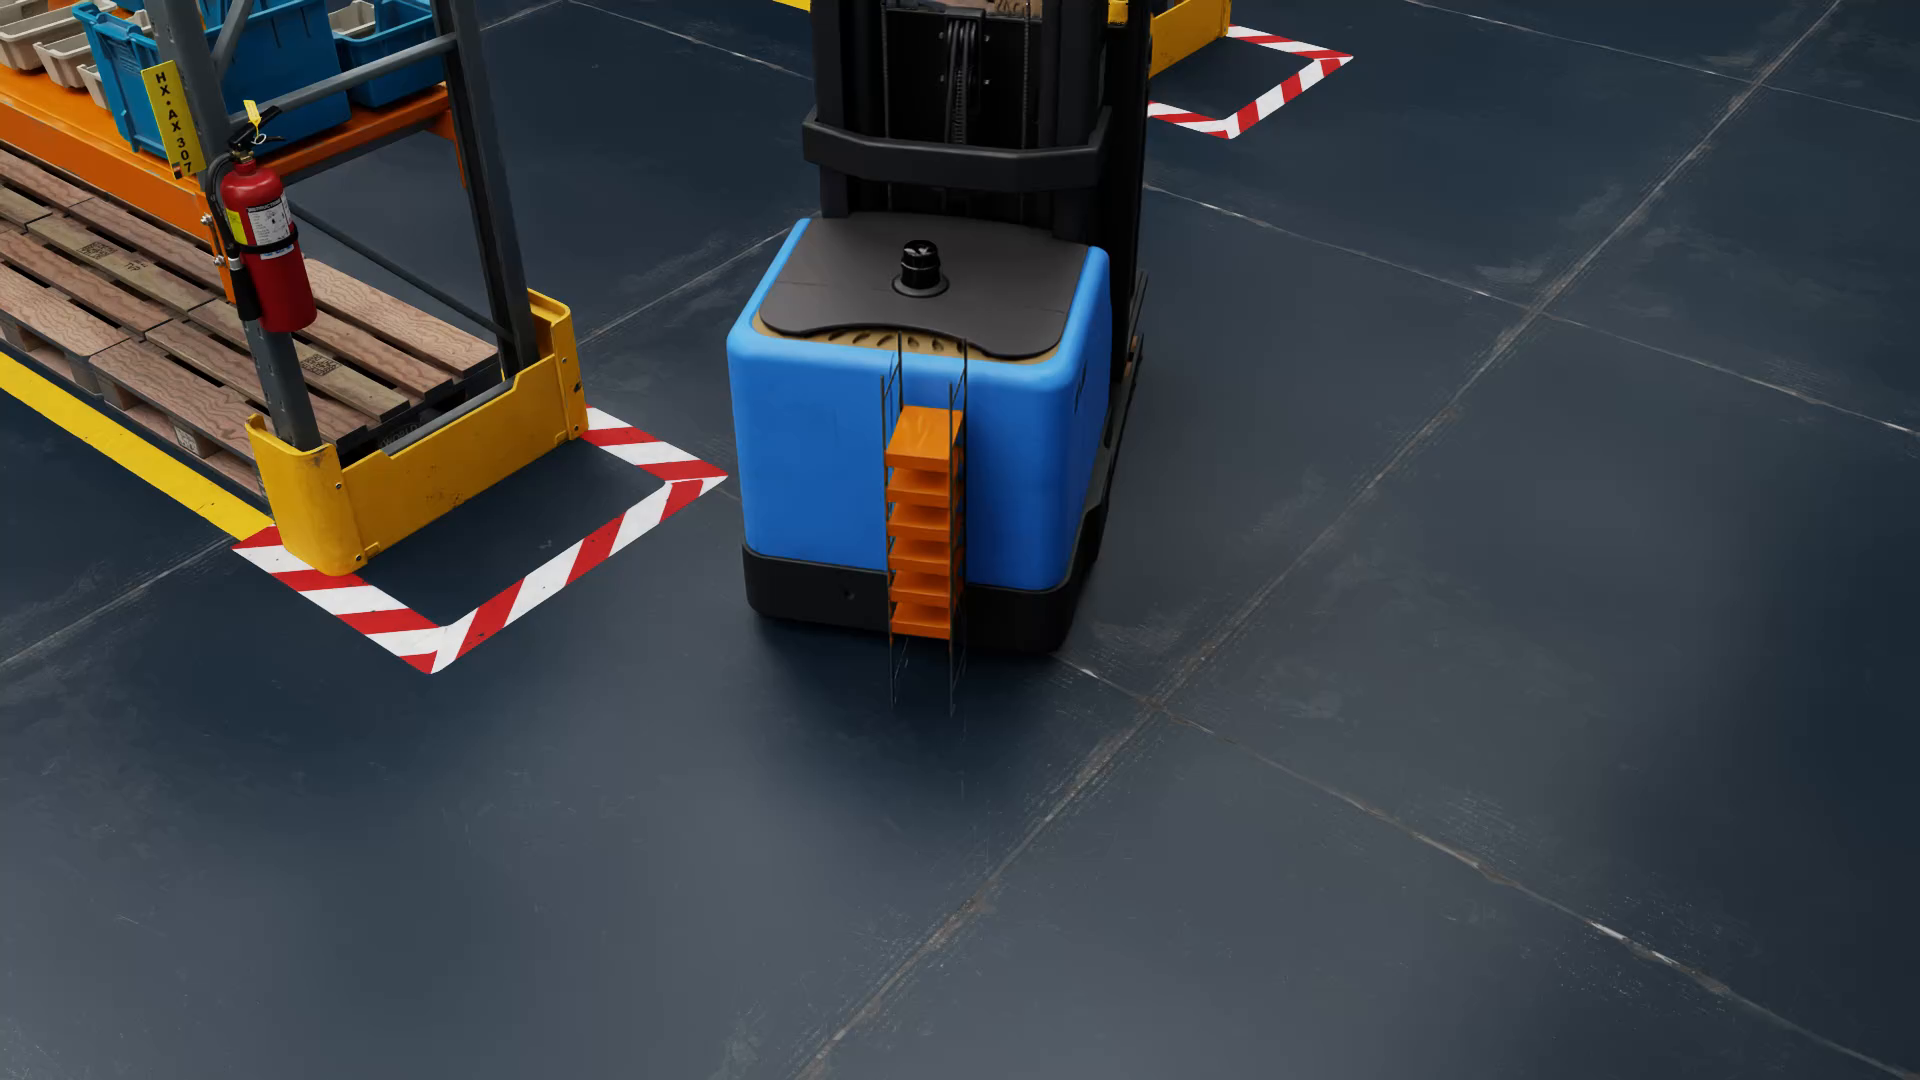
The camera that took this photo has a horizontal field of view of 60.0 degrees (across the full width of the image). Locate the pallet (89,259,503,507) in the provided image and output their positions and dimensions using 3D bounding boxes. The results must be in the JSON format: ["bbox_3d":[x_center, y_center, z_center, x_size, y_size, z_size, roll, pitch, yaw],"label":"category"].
[{"bbox_3d":[-2.528,-0.624,6.376,1.213,0.211,1.003,25,45,29],"label":"pallet"}]

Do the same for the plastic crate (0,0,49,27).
[{"bbox_3d":[-3.358,-1.841,5.833,0.250,0.136,0.298,25,45,29],"label":"plastic crate"}]

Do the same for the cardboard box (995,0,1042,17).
[{"bbox_3d":[0.534,-3.090,8.935,0.500,0.500,0.500,25,45,29],"label":"cardboard box"}]

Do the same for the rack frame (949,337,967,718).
[{"bbox_3d":[-0.004,-0.005,4.783,0.006,1.200,0.240,6,39,8],"label":"rack frame"}]

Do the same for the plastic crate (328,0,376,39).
[{"bbox_3d":[-2.097,-1.728,5.690,0.298,0.136,0.250,25,45,29],"label":"plastic crate"}]

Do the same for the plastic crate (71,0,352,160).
[{"bbox_3d":[-2.276,-1.466,5.112,0.499,0.435,0.616,25,45,29],"label":"plastic crate"}]

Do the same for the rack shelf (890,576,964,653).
[{"bbox_3d":[-0.094,0.209,4.971,0.180,0.103,0.258,6,39,8],"label":"rack shelf"}]

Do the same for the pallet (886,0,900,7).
[{"bbox_3d":[-0.543,-3.504,10.055,1.213,0.211,1.003,25,45,29],"label":"pallet"}]

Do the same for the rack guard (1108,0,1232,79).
[{"bbox_3d":[1.056,-2.863,9.001,0.348,0.500,1.175,25,45,29],"label":"rack guard"}]

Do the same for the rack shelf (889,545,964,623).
[{"bbox_3d":[-0.094,0.115,4.897,0.180,0.103,0.258,6,39,8],"label":"rack shelf"}]

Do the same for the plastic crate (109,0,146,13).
[{"bbox_3d":[-2.938,-2.099,6.085,0.300,0.233,0.416,25,45,29],"label":"plastic crate"}]

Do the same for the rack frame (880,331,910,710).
[{"bbox_3d":[-0.184,-0.025,4.809,0.006,1.200,0.240,6,39,8],"label":"rack frame"}]

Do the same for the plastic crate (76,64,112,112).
[{"bbox_3d":[-2.654,-1.531,5.437,0.243,0.136,0.396,25,45,29],"label":"plastic crate"}]

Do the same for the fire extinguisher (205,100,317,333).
[{"bbox_3d":[-2.053,-0.938,4.880,0.183,0.674,0.296,25,45,29],"label":"fire extinguisher"}]

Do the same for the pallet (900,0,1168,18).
[{"bbox_3d":[0.422,-3.047,9.471,1.213,0.211,1.003,25,45,29],"label":"pallet"}]

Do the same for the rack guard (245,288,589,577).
[{"bbox_3d":[-1.869,-0.407,5.865,0.348,0.500,1.175,25,45,29],"label":"rack guard"}]

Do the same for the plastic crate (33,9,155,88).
[{"bbox_3d":[-2.876,-1.647,5.585,0.243,0.136,0.396,25,45,29],"label":"plastic crate"}]

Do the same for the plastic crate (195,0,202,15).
[{"bbox_3d":[-2.636,-1.983,6.014,0.298,0.136,0.250,25,45,29],"label":"plastic crate"}]

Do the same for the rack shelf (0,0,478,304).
[{"bbox_3d":[-3.485,-1.860,6.276,4.000,0.370,1.077,25,45,29],"label":"rack shelf"}]

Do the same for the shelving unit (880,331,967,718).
[{"bbox_3d":[-0.094,-0.015,4.796,0.189,1.200,0.258,6,39,8],"label":"shelving unit"}]

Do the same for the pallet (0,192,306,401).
[{"bbox_3d":[-3.493,-1.081,6.960,1.213,0.211,1.003,25,45,29],"label":"pallet"}]

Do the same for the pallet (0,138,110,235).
[{"bbox_3d":[-4.466,-1.538,7.543,1.213,0.211,1.003,25,45,29],"label":"pallet"}]

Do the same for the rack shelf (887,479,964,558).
[{"bbox_3d":[-0.094,-0.074,4.749,0.180,0.103,0.258,6,39,8],"label":"rack shelf"}]

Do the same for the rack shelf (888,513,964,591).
[{"bbox_3d":[-0.094,0.020,4.823,0.180,0.103,0.258,6,39,8],"label":"rack shelf"}]

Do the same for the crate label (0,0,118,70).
[{"bbox_3d":[-3.112,-1.739,5.703,0.243,0.136,0.396,25,45,29],"label":"crate label"}]

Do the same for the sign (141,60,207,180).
[{"bbox_3d":[-2.218,-1.183,4.696,0.005,0.325,0.100,25,45,29],"label":"sign"}]

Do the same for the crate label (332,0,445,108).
[{"bbox_3d":[-1.892,-1.606,5.455,0.303,0.233,0.416,25,45,29],"label":"crate label"}]

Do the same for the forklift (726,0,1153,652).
[{"bbox_3d":[0.112,-1.715,5.562,1.130,2.935,3.031,7,39,9],"label":"forklift"}]

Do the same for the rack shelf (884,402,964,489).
[{"bbox_3d":[-0.094,-0.263,4.601,0.180,0.103,0.258,6,39,8],"label":"rack shelf"}]

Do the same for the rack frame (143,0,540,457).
[{"bbox_3d":[-1.896,-1.394,5.098,0.127,3.000,1.000,25,45,29],"label":"rack frame"}]

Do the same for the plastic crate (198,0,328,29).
[{"bbox_3d":[-2.415,-1.852,5.770,0.300,0.233,0.416,25,45,29],"label":"plastic crate"}]

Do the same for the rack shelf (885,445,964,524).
[{"bbox_3d":[-0.094,-0.169,4.675,0.180,0.103,0.258,6,39,8],"label":"rack shelf"}]
